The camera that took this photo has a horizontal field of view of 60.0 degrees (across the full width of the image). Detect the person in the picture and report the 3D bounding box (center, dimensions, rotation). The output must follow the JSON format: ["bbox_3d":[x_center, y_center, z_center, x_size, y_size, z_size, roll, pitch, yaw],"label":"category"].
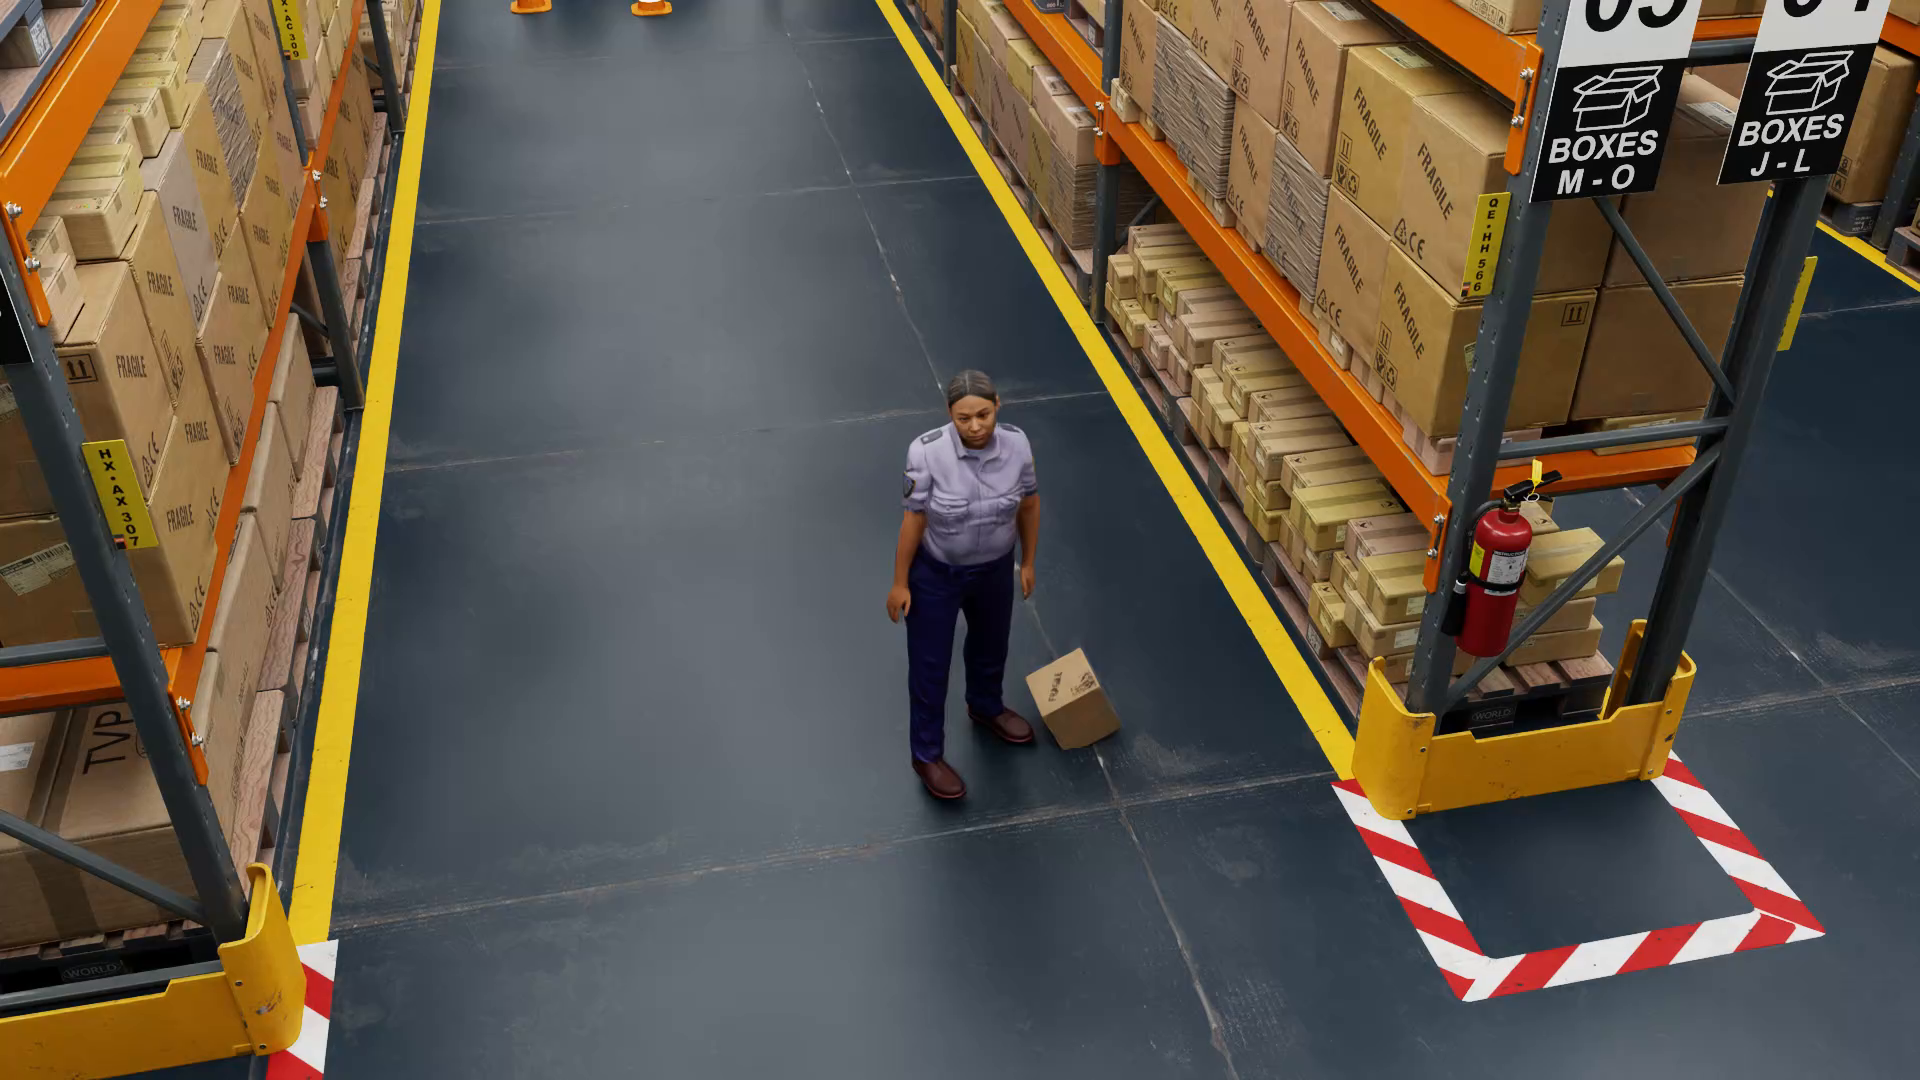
[{"bbox_3d":[0.028,0.152,5.895,0.588,1.652,0.498,-13,37,-18],"label":"person"}]
